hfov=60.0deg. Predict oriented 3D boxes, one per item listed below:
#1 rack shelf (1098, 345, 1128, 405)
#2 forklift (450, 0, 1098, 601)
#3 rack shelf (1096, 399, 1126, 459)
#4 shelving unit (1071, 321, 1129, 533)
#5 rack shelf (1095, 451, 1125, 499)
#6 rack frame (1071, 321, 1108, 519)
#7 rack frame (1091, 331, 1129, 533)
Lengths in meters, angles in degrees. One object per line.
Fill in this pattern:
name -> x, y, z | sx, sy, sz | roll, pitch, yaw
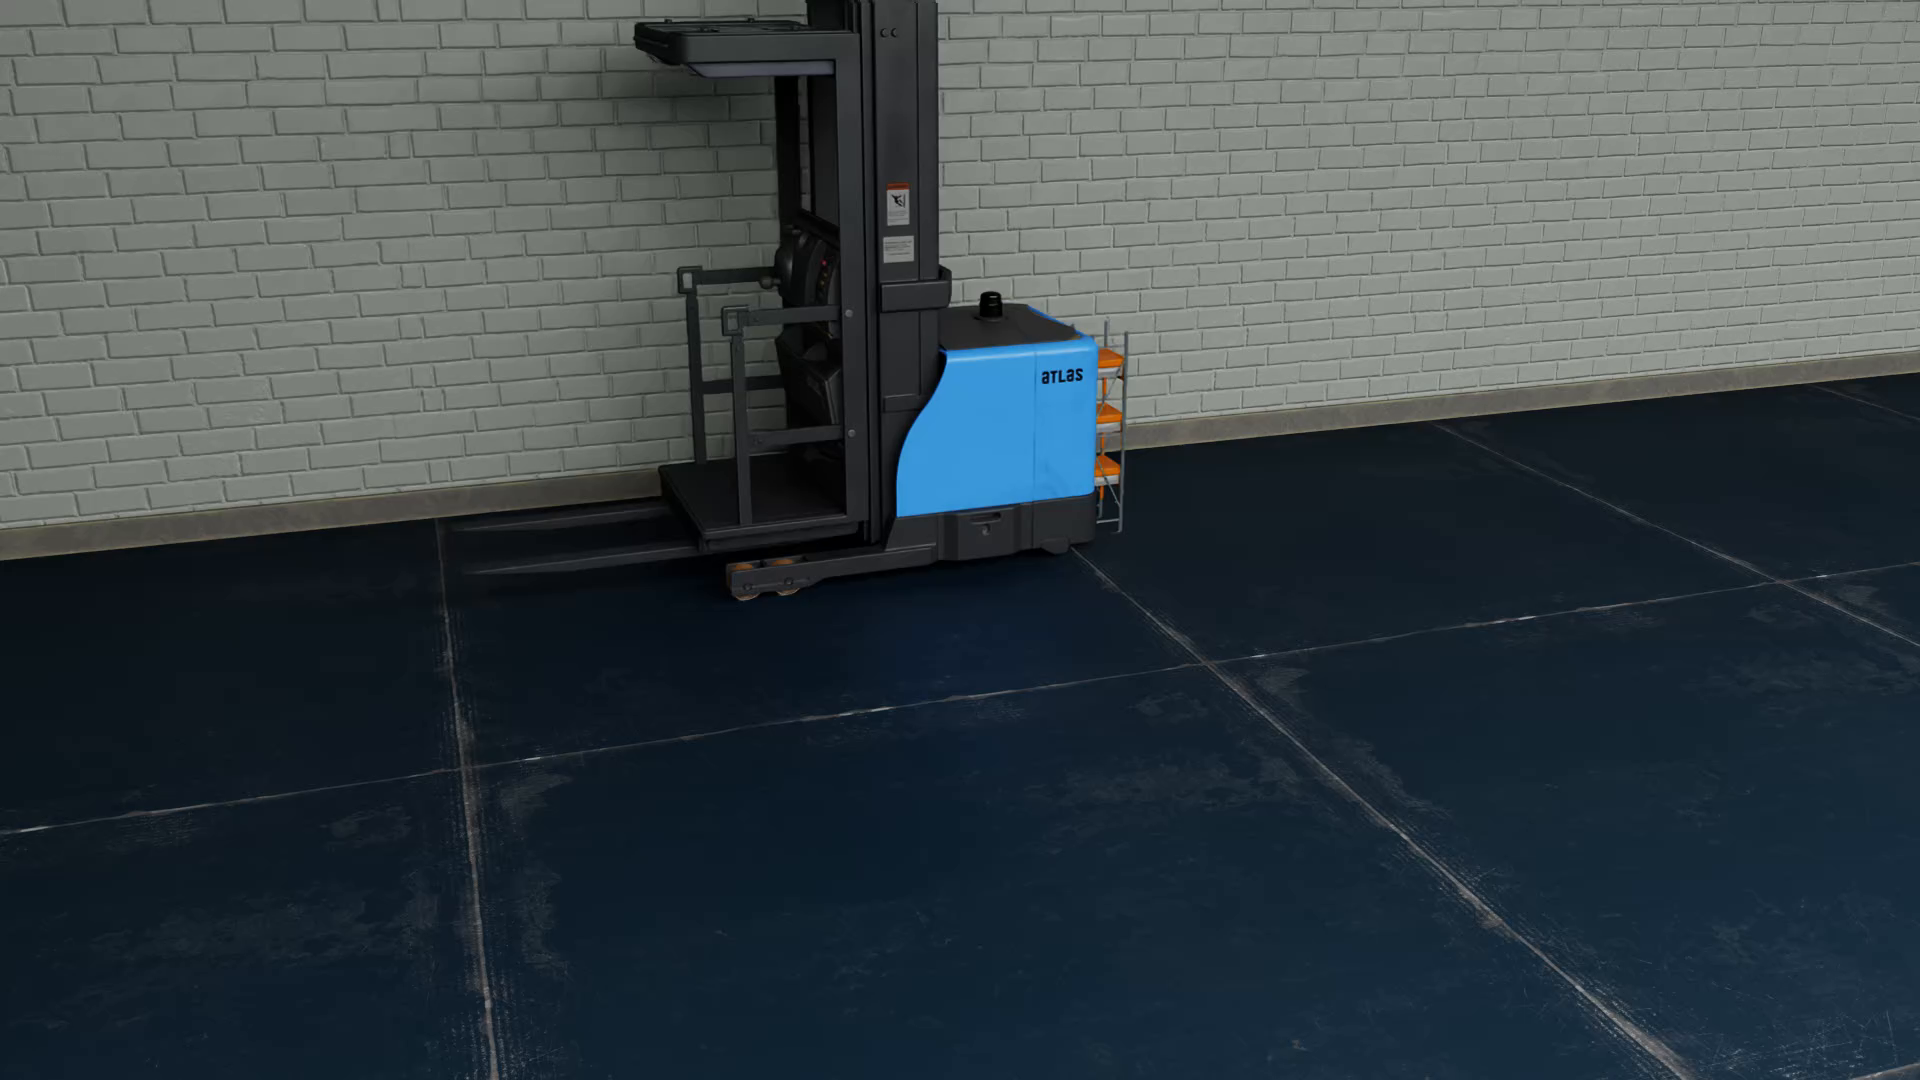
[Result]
rack shelf -> 0.693, -0.818, 8.332 | 0.215, 0.259, 0.240 | -7, 21, -19
forklift -> -0.897, -1.303, 7.707 | 3.031, 2.935, 1.130 | -7, 21, -19
rack shelf -> 0.692, -0.551, 8.428 | 0.215, 0.259, 0.240 | -7, 21, -19
shelving unit -> 0.692, -0.561, 8.424 | 0.215, 1.050, 0.252 | -7, 21, -19
rack shelf -> 0.692, -0.289, 8.522 | 0.215, 0.259, 0.240 | -7, 21, -19
rack frame -> 0.651, -0.600, 8.532 | 0.200, 1.050, 0.008 | -7, 21, -19
rack frame -> 0.734, -0.522, 8.316 | 0.200, 1.050, 0.008 | -7, 21, -19
